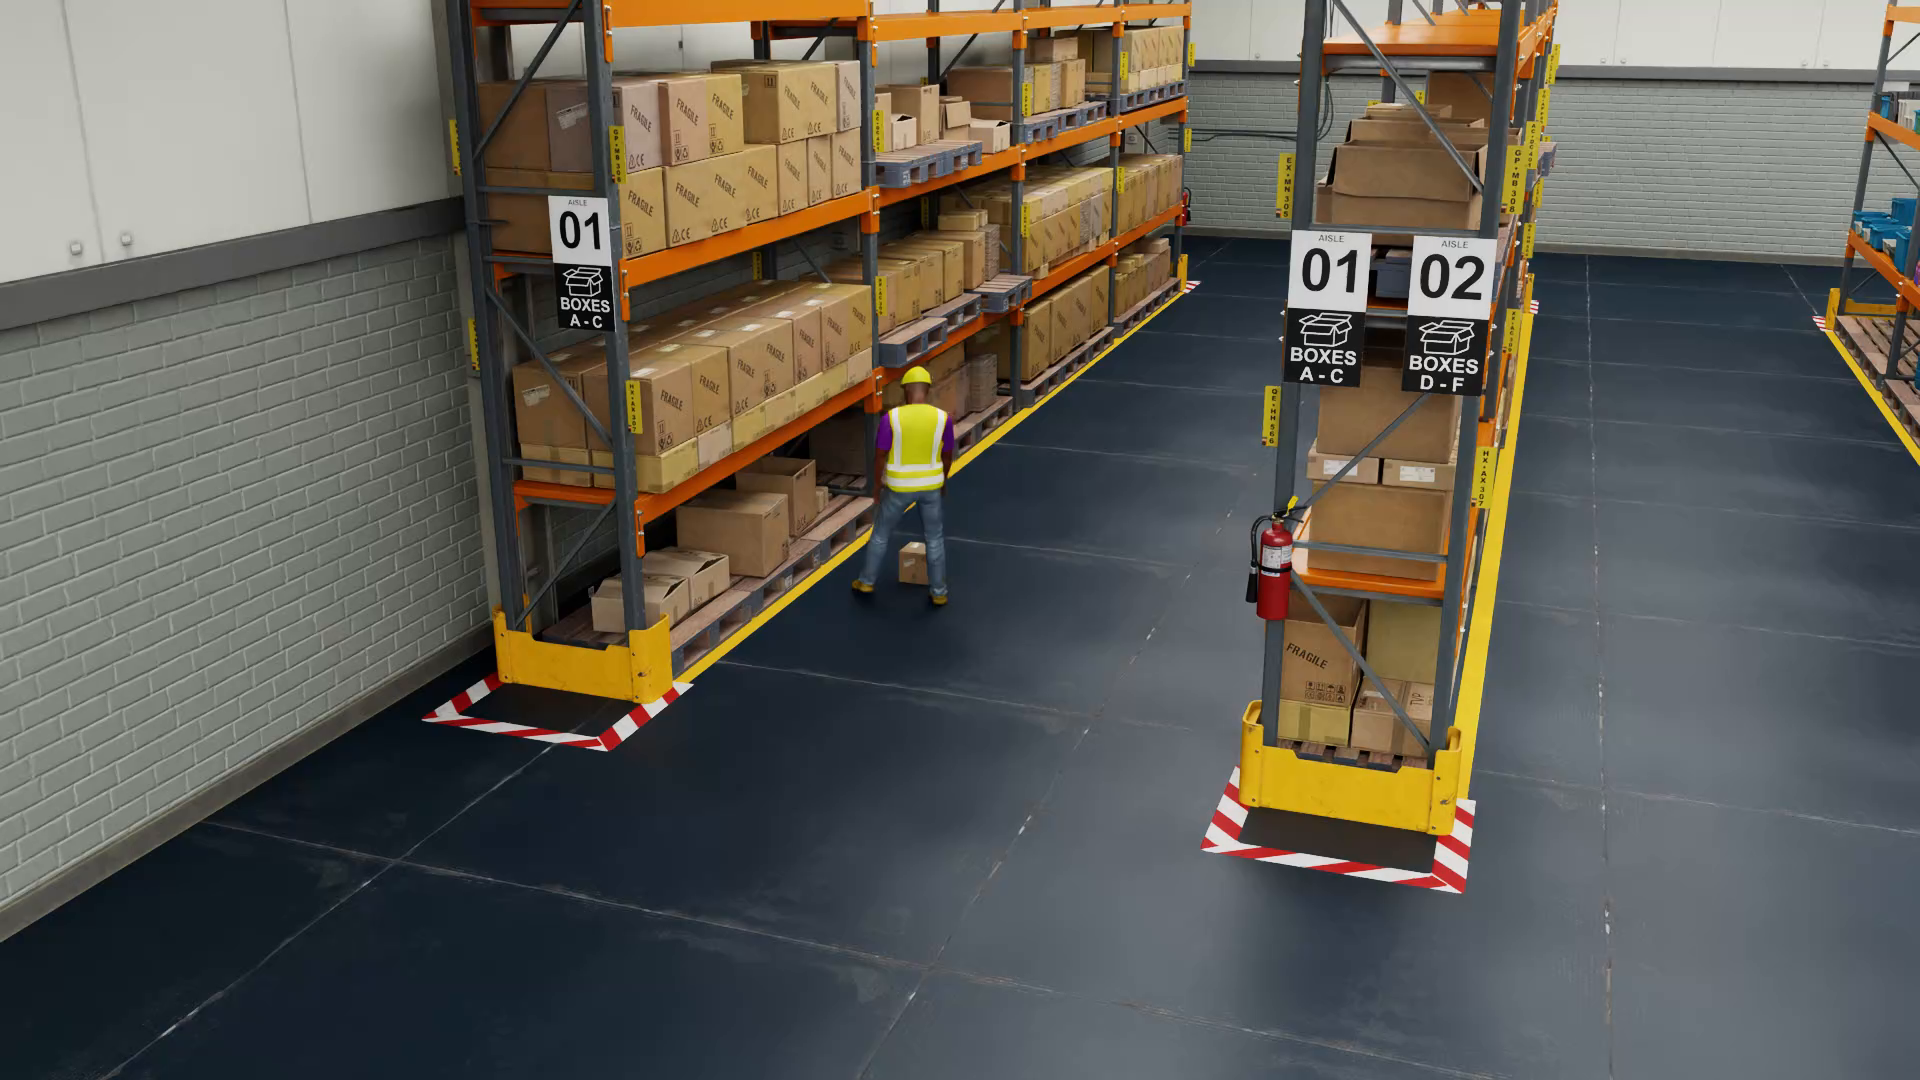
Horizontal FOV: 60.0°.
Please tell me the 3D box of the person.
[{"bbox_3d":[-0.424,-0.418,12.227,0.751,1.754,0.527,-2,19,-7],"label":"person"}]
